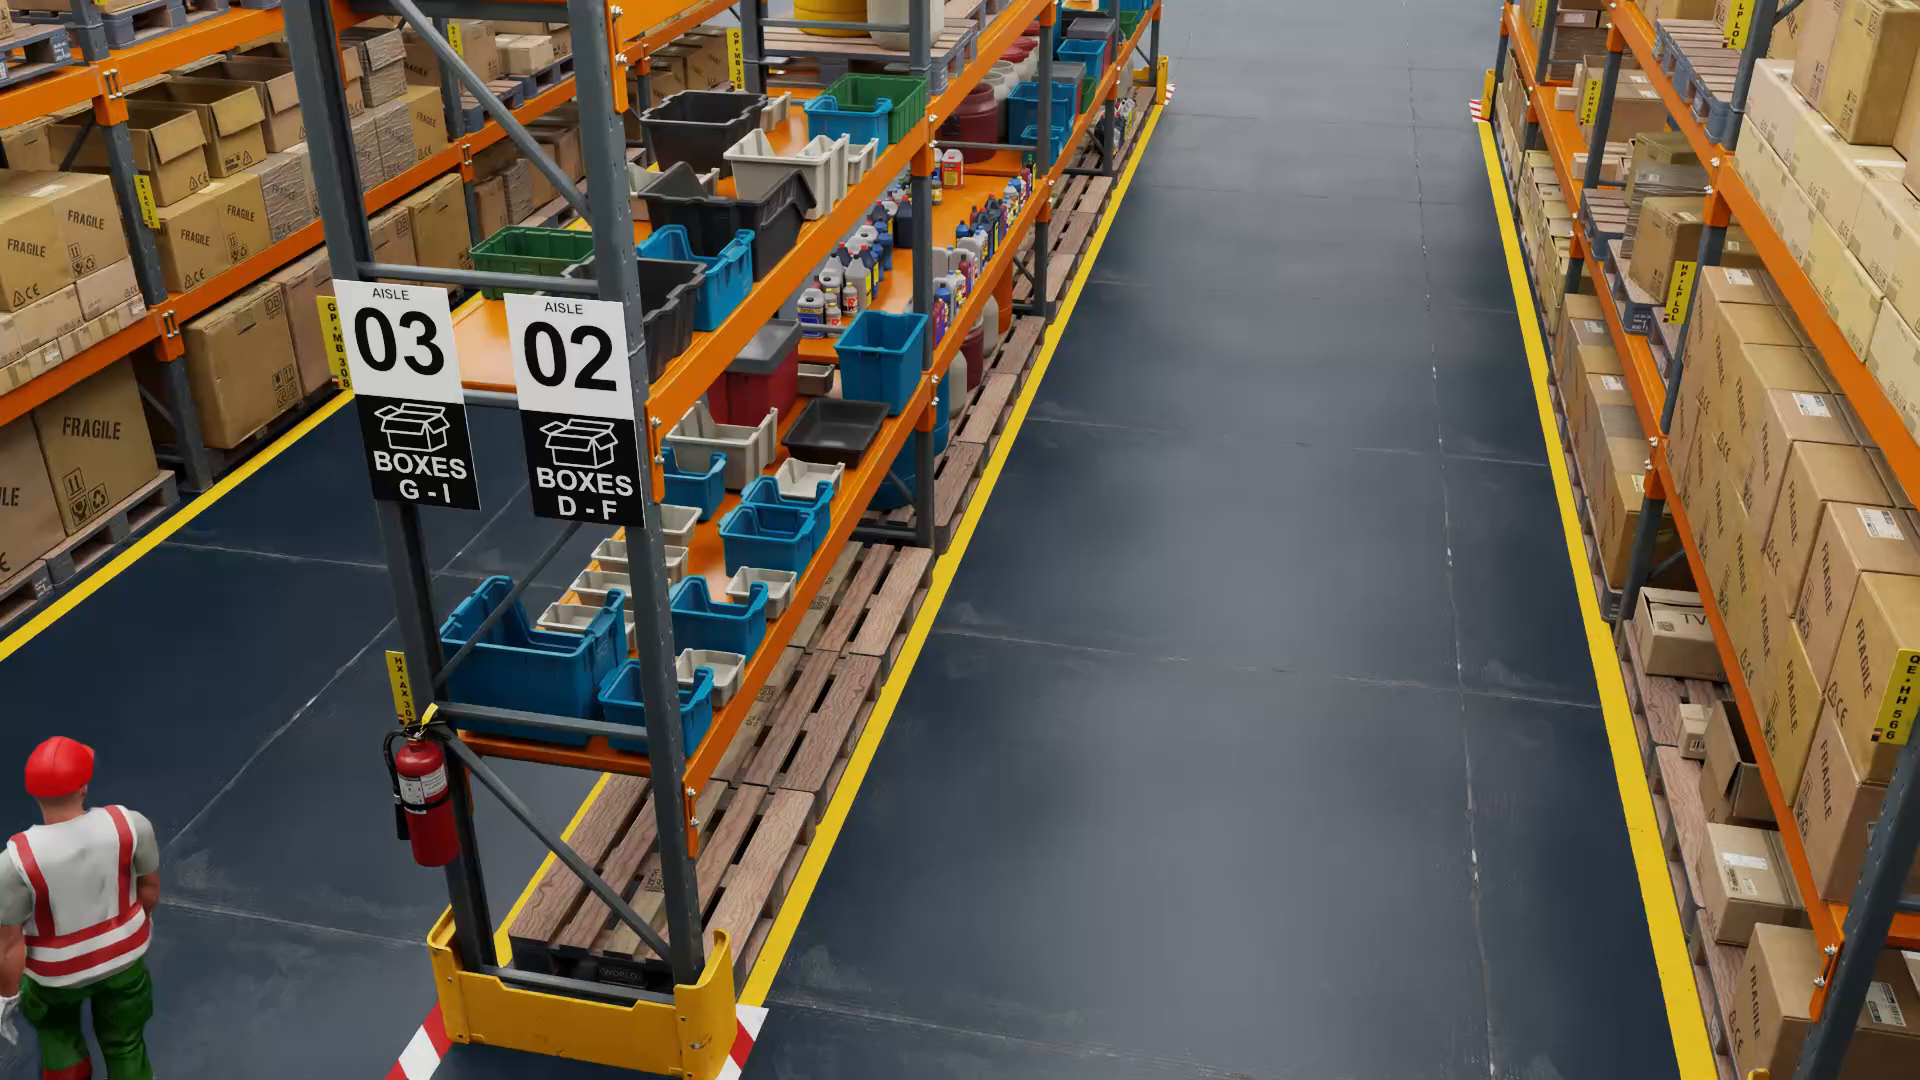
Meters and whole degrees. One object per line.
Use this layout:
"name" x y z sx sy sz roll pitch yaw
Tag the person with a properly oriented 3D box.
"person" -3.095 1.489 5.880 0.637 1.829 0.475 -22 35 -34
